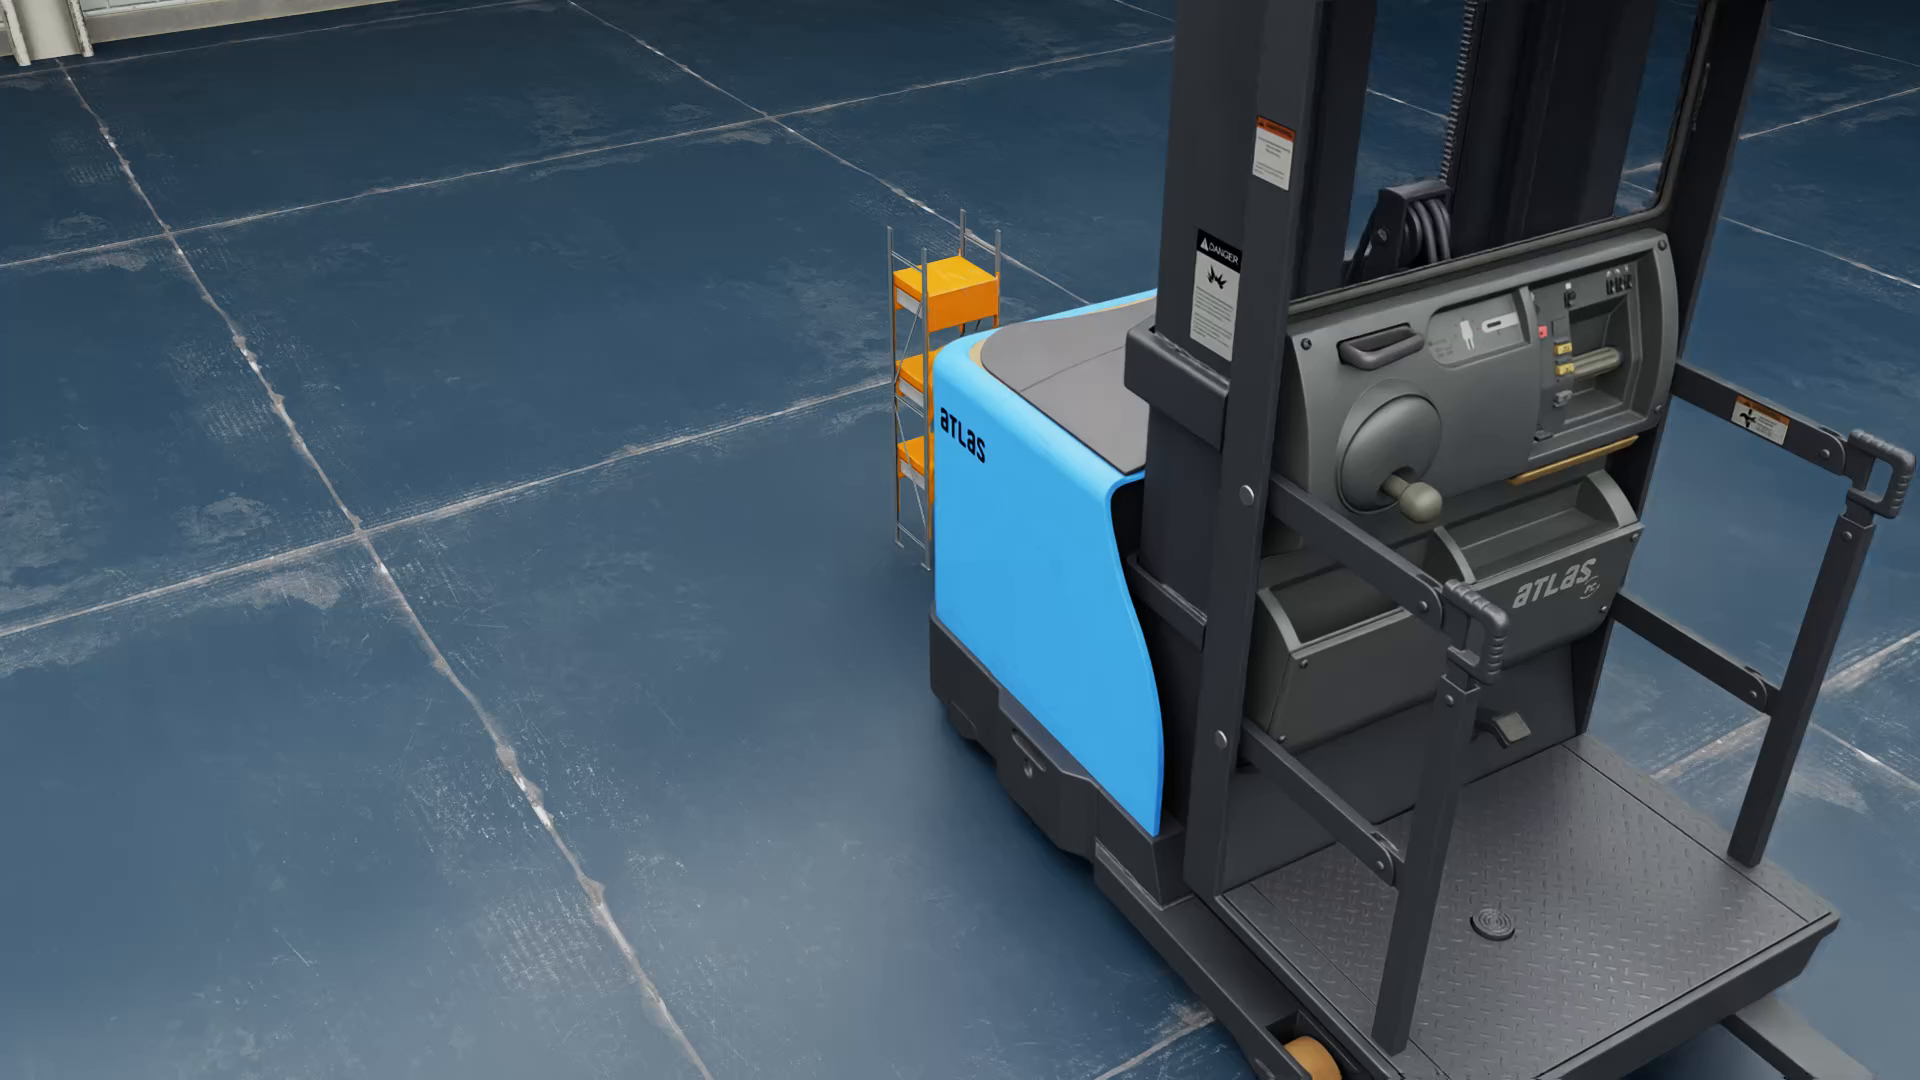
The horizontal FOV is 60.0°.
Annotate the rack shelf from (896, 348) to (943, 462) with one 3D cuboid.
[{"bbox_3d":[-0.045,-0.420,4.951,0.240,0.259,0.215,-19,37,-27],"label":"rack shelf"}]

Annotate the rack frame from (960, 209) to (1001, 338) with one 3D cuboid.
[{"bbox_3d":[0.058,-0.464,5.001,0.008,1.050,0.200,-19,37,-27],"label":"rack frame"}]

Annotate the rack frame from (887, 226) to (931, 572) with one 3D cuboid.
[{"bbox_3d":[-0.148,-0.393,4.889,0.008,1.050,0.200,-19,37,-27],"label":"rack frame"}]

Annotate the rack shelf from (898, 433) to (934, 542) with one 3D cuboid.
[{"bbox_3d":[-0.045,-0.185,5.099,0.240,0.259,0.215,-19,37,-27],"label":"rack shelf"}]

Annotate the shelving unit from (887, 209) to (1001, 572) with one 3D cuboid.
[{"bbox_3d":[-0.045,-0.429,4.945,0.252,1.050,0.215,-19,37,-27],"label":"shelving unit"}]

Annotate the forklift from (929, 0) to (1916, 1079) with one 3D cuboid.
[{"bbox_3d":[1.091,-0.253,2.904,1.130,2.935,3.031,-17,36,-25],"label":"forklift"}]

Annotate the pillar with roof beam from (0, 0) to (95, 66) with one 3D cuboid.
[{"bbox_3d":[-2.996,-4.730,4.315,0.400,9.000,9.100,-19,37,-27],"label":"pillar with roof beam"}]

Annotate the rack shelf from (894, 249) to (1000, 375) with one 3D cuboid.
[{"bbox_3d":[-0.045,-0.660,4.800,0.240,0.259,0.215,-19,37,-27],"label":"rack shelf"}]
